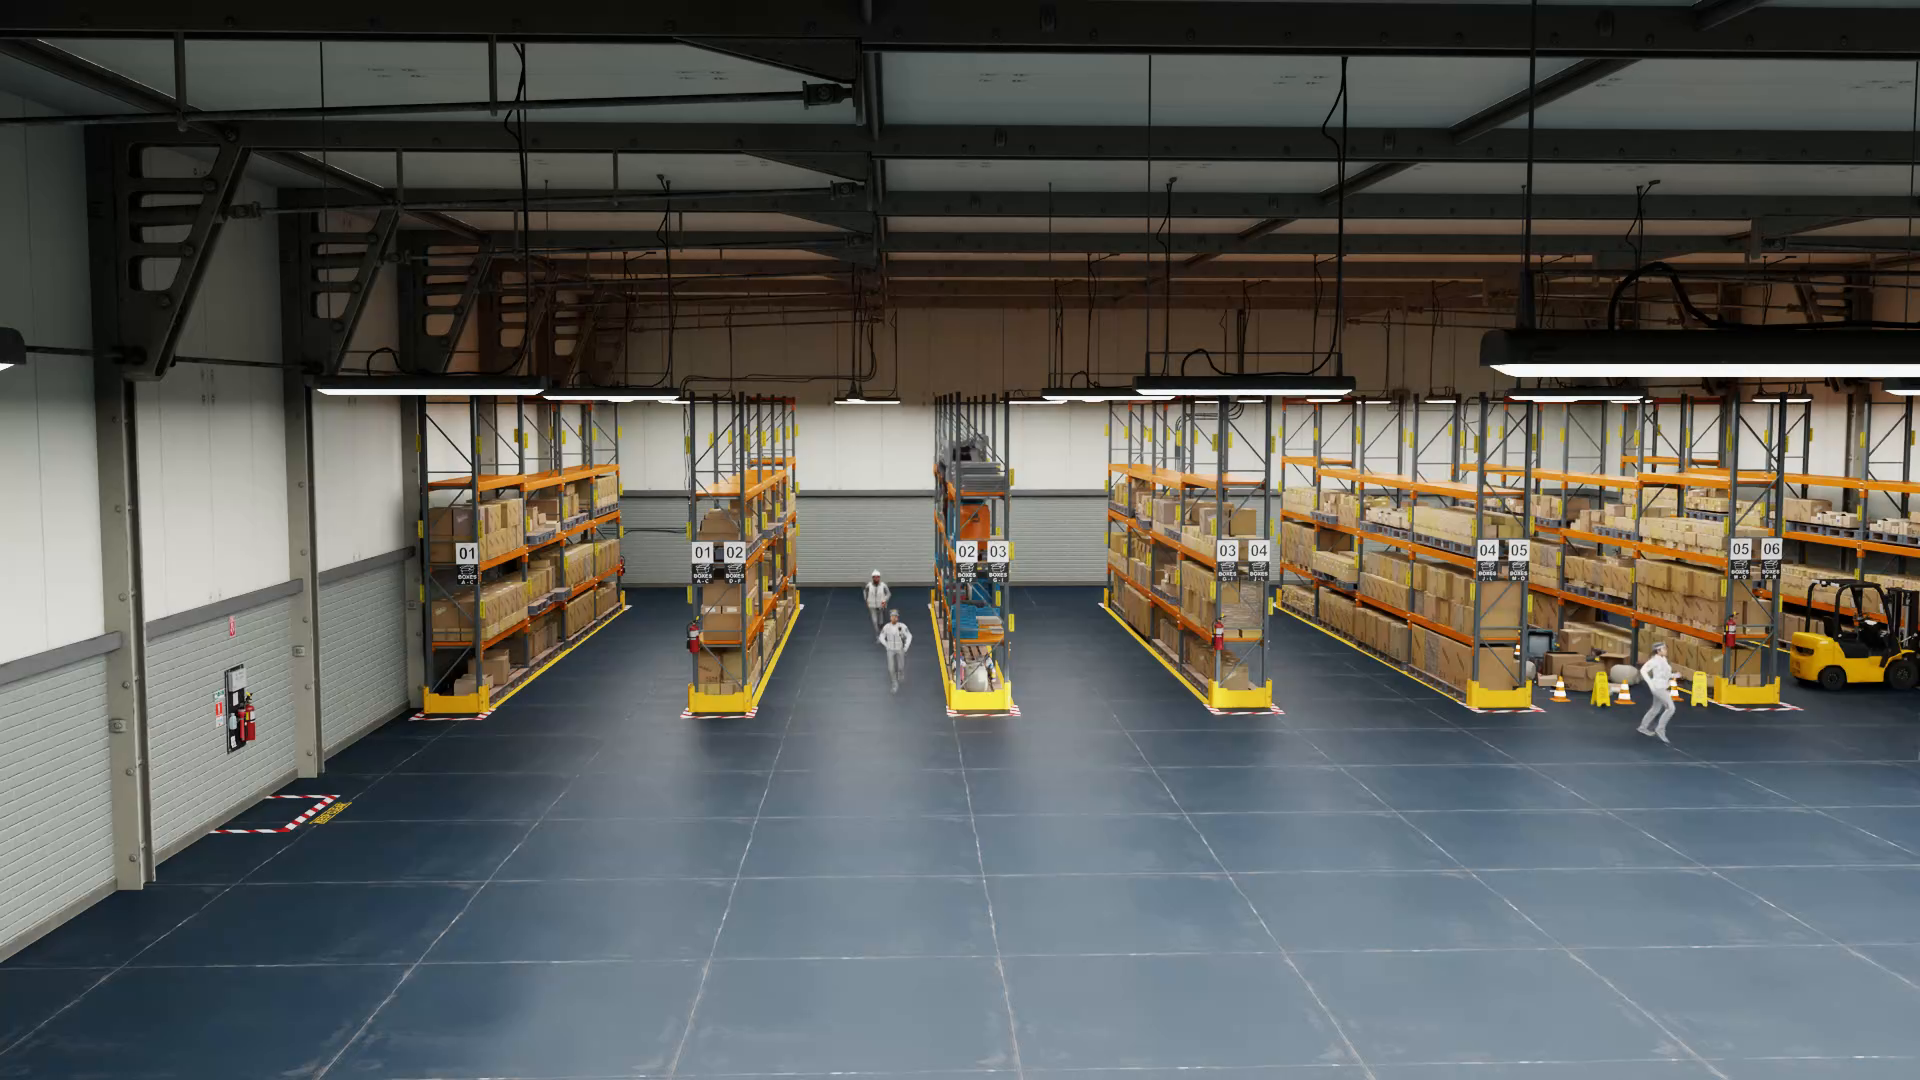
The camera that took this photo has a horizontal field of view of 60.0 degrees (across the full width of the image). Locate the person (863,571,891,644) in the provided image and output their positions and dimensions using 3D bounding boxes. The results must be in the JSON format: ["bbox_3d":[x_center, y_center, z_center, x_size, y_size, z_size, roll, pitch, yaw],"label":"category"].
[{"bbox_3d":[-2.028,1.620,40.522,0.684,1.757,0.801,0,5,-1],"label":"person"}]

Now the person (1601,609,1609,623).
[{"bbox_3d":[16.608,1.460,43.097,0.581,1.609,0.601,-1,5,-9],"label":"person"}]

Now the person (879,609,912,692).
[{"bbox_3d":[-1.308,2.221,33.561,0.664,1.662,0.554,0,5,0],"label":"person"}]

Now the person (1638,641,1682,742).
[{"bbox_3d":[12.037,2.593,28.598,0.712,1.734,0.581,3,6,35],"label":"person"}]
